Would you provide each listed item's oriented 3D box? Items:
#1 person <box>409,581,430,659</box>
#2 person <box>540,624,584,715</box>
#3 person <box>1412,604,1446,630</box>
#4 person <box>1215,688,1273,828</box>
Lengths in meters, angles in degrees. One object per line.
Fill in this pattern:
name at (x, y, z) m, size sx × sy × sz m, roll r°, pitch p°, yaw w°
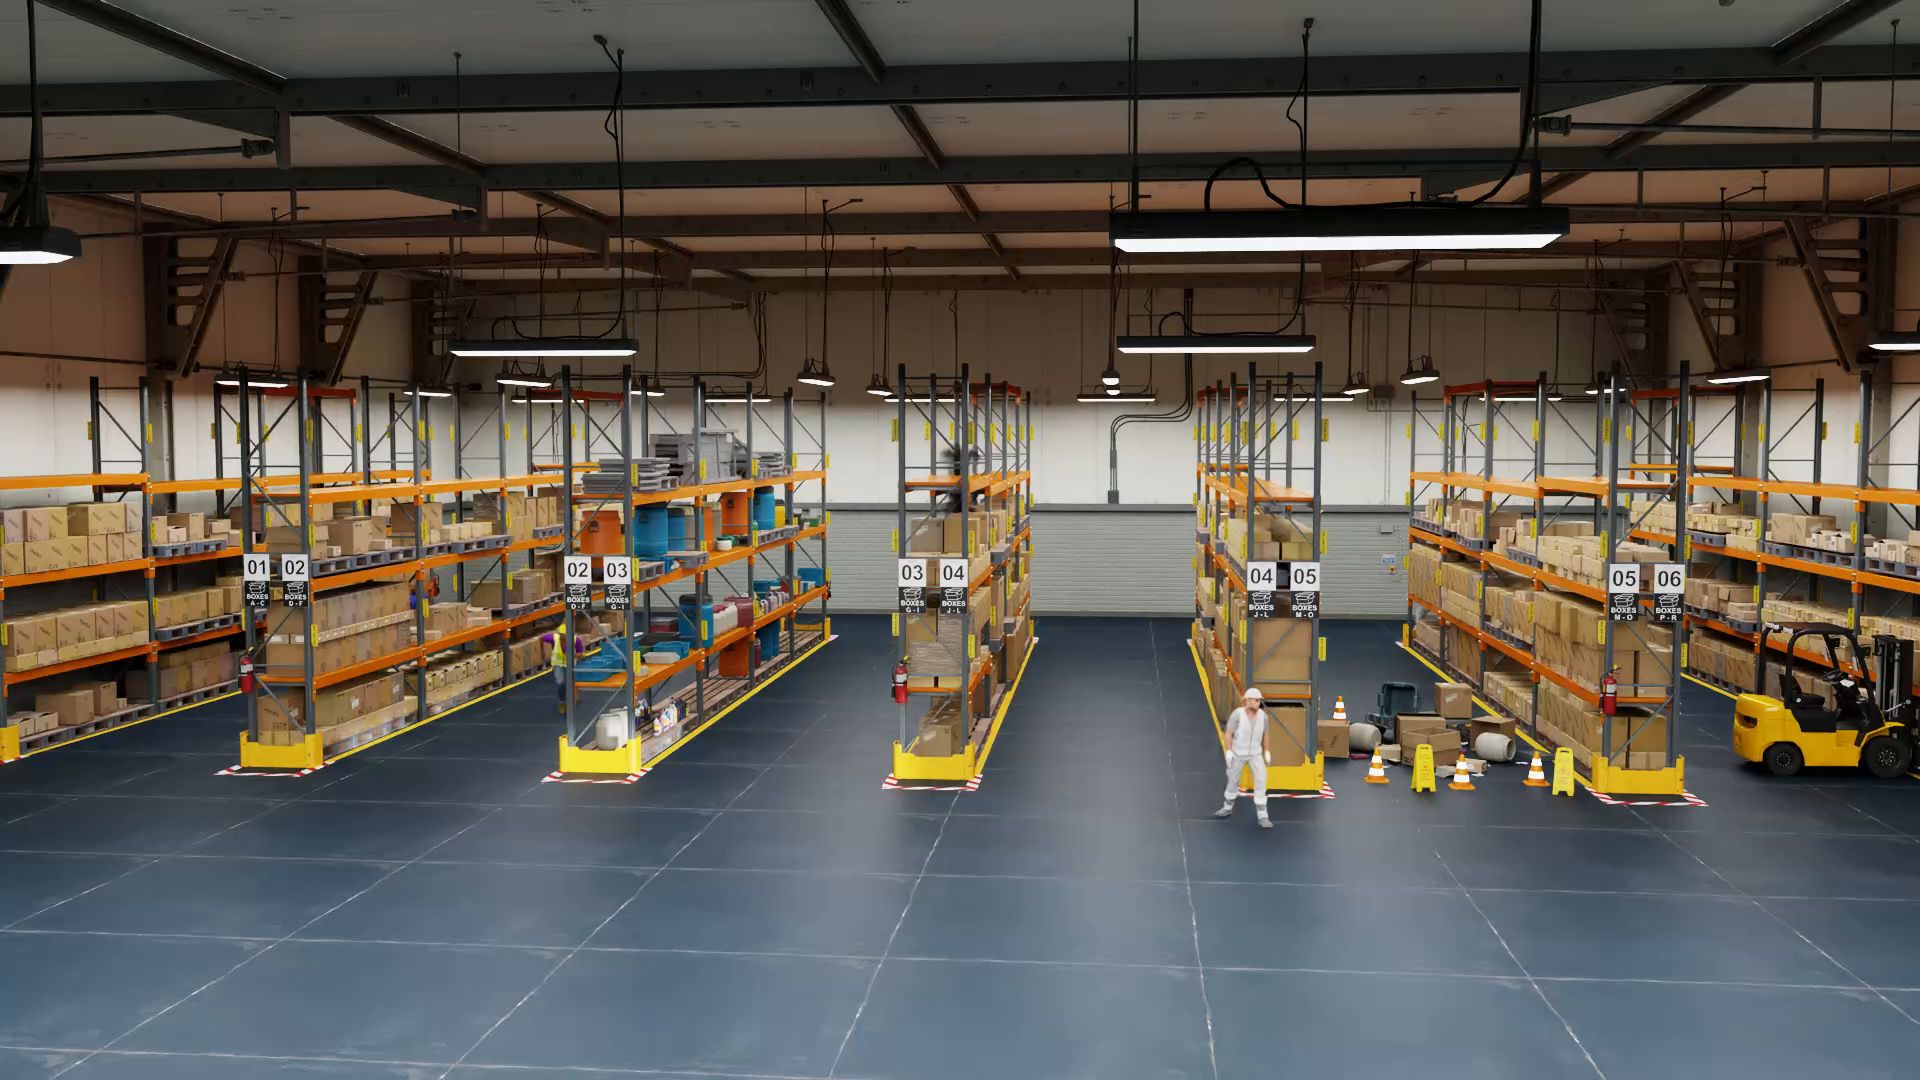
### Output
person at (-12.219, 1.773, 37.308) m, size 0.529 × 1.705 × 0.862 m, roll 0°, pitch 4°, yaw 3°
person at (-7.114, 2.296, 29.737) m, size 0.754 × 1.671 × 0.966 m, roll -1°, pitch 4°, yaw -15°
person at (11.817, 1.386, 41.960) m, size 1.066 × 1.768 × 0.707 m, roll -1°, pitch 4°, yaw -13°
person at (3.689, 2.754, 21.327) m, size 0.694 × 1.737 × 0.899 m, roll -1°, pitch 4°, yaw -9°
